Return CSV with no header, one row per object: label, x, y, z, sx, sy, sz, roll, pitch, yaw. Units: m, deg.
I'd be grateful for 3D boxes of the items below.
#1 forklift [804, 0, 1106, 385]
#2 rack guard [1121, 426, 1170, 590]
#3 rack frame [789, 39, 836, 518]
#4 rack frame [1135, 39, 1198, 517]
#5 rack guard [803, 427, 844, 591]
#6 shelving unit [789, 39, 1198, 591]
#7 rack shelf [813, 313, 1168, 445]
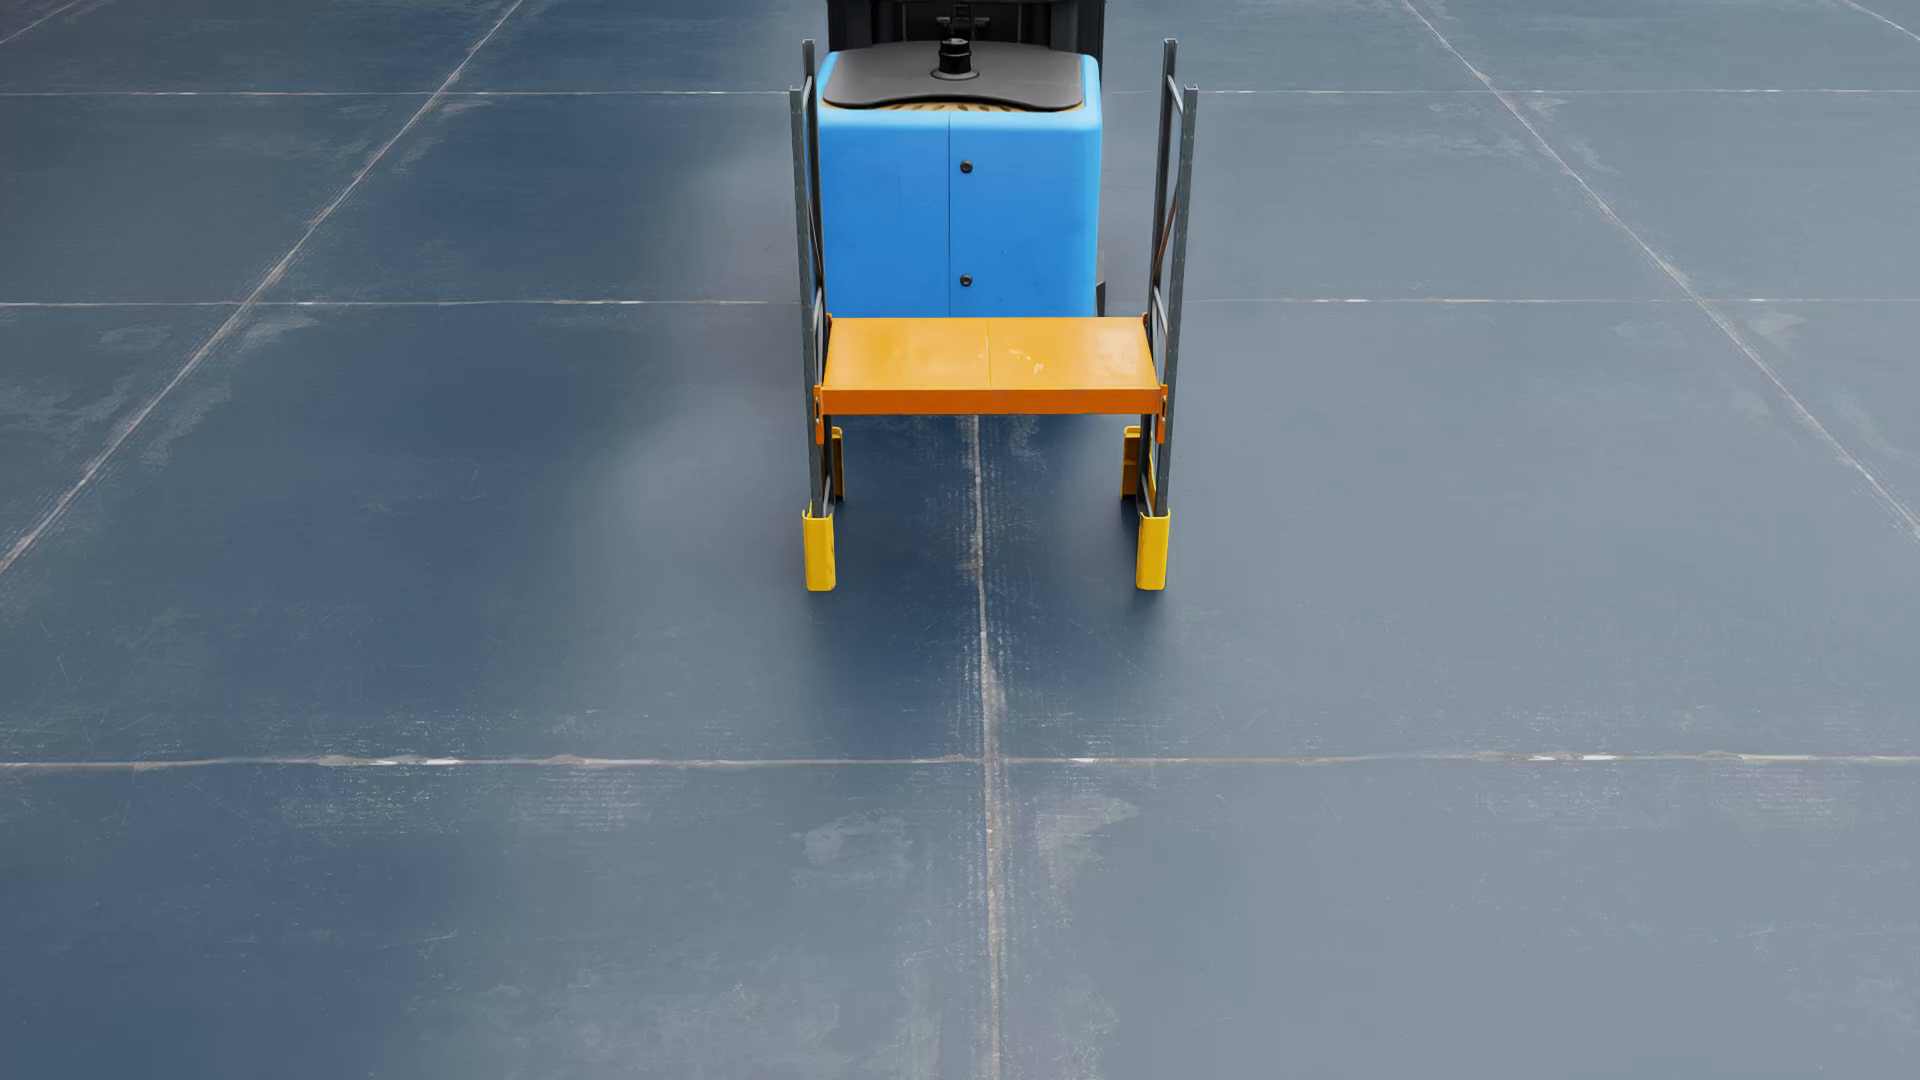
forklift,0.036,-2.510,6.561,1.130,2.935,3.031,1,31,2
rack guard,0.574,-0.109,5.188,0.087,0.250,0.587,0,31,0
rack frame,-0.423,-0.640,4.859,0.032,1.500,0.500,0,31,0
rack frame,0.594,-0.643,4.864,0.032,1.500,0.500,0,31,0
rack guard,-0.422,-0.106,5.183,0.087,0.250,0.587,0,31,0
shelving unit,0.076,-0.641,4.861,1.083,1.500,0.587,0,31,0
rack shelf,0.085,-0.488,4.955,1.000,0.185,0.538,0,31,0
